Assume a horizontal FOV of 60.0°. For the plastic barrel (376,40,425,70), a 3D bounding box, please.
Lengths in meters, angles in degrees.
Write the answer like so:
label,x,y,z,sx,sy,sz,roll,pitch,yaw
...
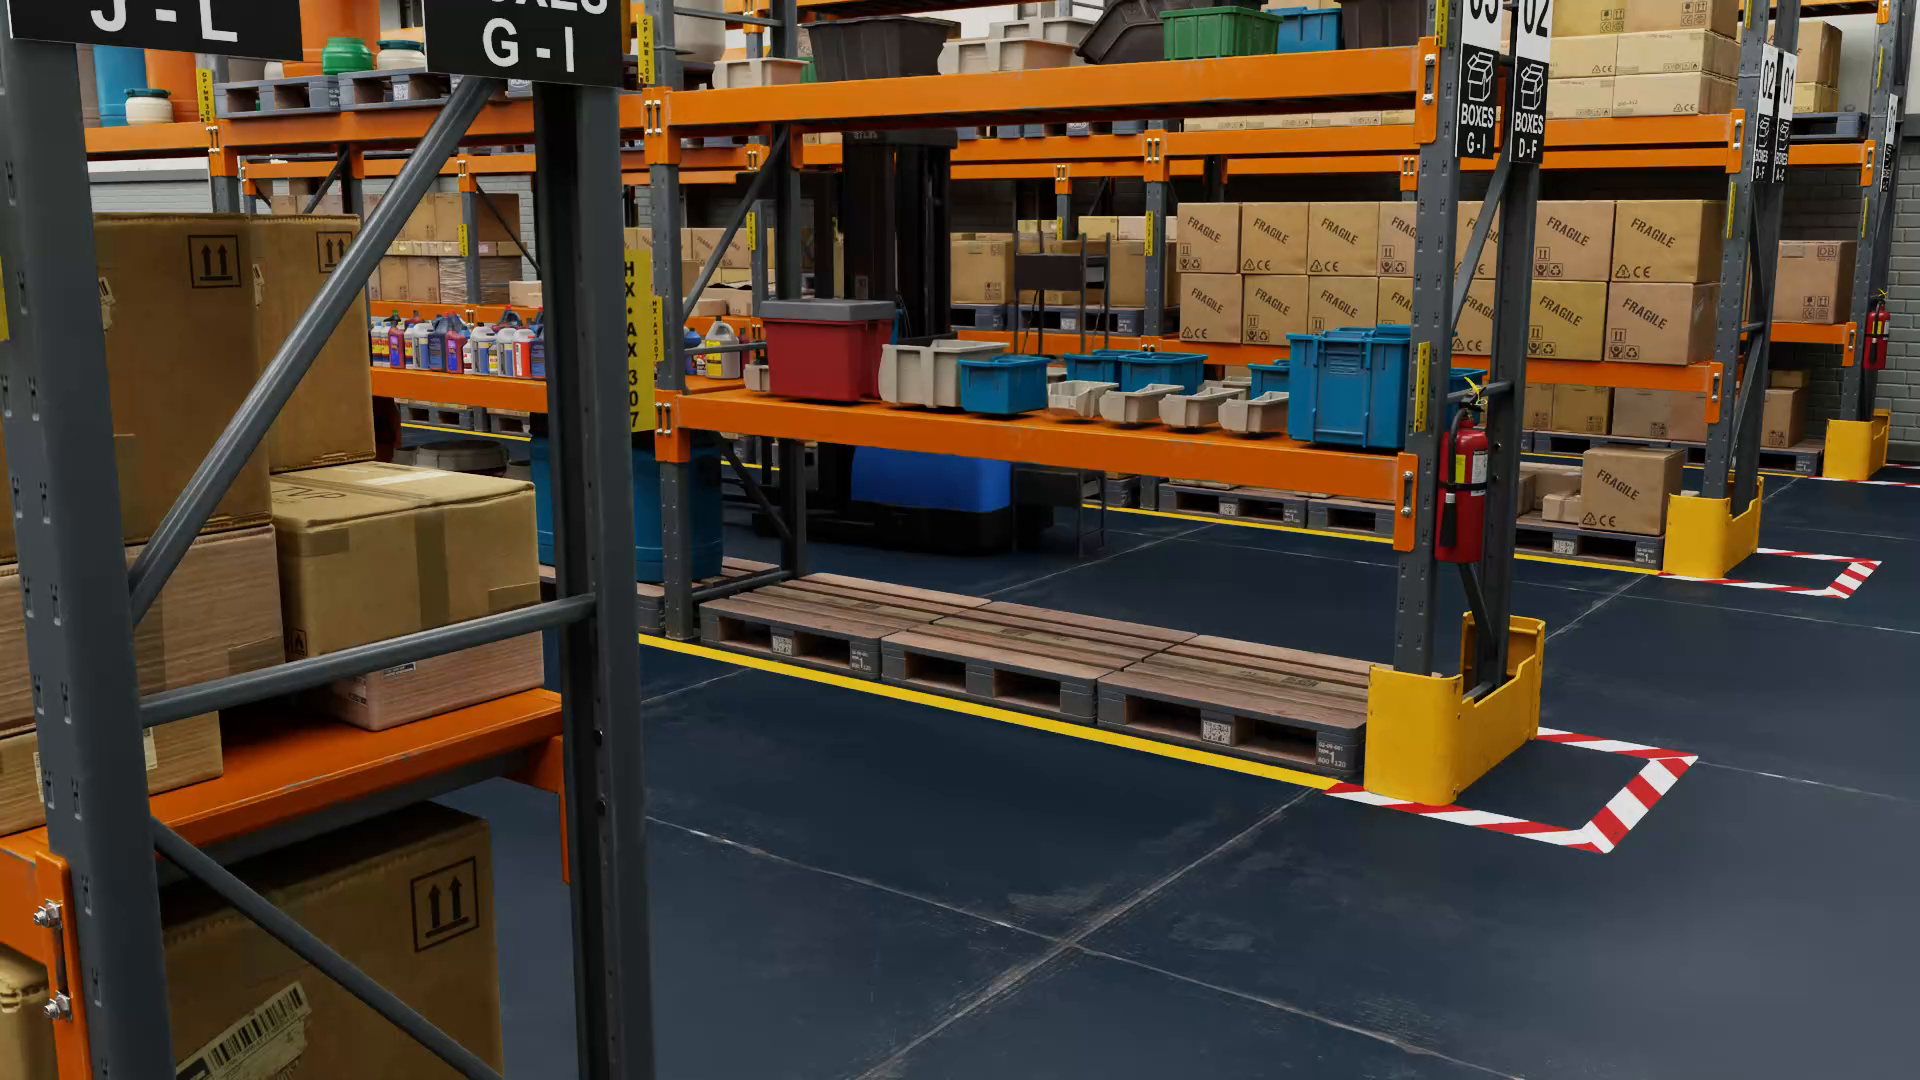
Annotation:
label,x,y,z,sx,sy,sz,roll,pitch,yaw
plastic barrel,-3.489,-2.979,10.390,0.301,0.262,0.301,0,11,0

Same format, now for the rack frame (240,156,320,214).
label,x,y,z,sx,sy,sz,roll,pitch,yaw
rack frame,-7.953,-3.123,19.776,0.127,3.000,1.000,8,13,36

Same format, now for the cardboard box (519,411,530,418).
label,x,y,z,sx,sy,sz,roll,pitch,yaw
cardboard box,-4.139,-1.389,16.944,0.500,0.250,0.500,8,14,37

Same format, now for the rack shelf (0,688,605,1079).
label,x,y,z,sx,sy,sz,roll,pitch,yaw
rack shelf,-2.536,0.320,3.871,4.000,0.370,1.077,8,13,36

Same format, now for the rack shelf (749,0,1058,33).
label,x,y,z,sx,sy,sz,roll,pitch,yaw
rack shelf,0.107,-4.395,13.501,4.000,0.370,1.077,8,13,36

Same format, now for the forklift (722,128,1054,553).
label,x,y,z,sx,sy,sz,roll,pitch,yaw
forklift,-0.880,-1.534,11.744,3.031,2.935,1.130,6,13,29

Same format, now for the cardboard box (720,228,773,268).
label,x,y,z,sx,sy,sz,roll,pitch,yaw
cardboard box,-2.770,-3.798,21.630,0.500,0.500,0.500,8,13,35

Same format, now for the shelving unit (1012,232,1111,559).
label,x,y,z,sx,sy,sz,roll,pitch,yaw
shelving unit,0.665,-0.960,10.966,0.503,2.100,0.431,6,13,29

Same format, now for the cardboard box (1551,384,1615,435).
label,x,y,z,sx,sy,sz,roll,pitch,yaw
cardboard box,6.006,-1.297,15.811,0.500,0.500,0.700,8,14,37

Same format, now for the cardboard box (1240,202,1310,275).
label,x,y,z,sx,sy,sz,roll,pitch,yaw
cardboard box,2.349,-2.160,11.902,0.500,0.500,0.500,7,13,34

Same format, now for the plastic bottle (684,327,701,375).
label,x,y,z,sx,sy,sz,roll,pitch,yaw
plastic bottle,-1.549,-1.096,9.634,0.097,0.271,0.097,0,11,0

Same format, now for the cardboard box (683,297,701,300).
label,x,y,z,sx,sy,sz,roll,pitch,yaw
cardboard box,-2.566,-2.235,15.847,0.250,0.149,0.380,9,14,40

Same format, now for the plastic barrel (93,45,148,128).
label,x,y,z,sx,sy,sz,roll,pitch,yaw
plastic barrel,-6.071,-3.463,12.317,0.708,0.901,0.600,8,13,36

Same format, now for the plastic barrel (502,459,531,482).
label,x,y,z,sx,sy,sz,roll,pitch,yaw
plastic barrel,-2.617,-0.221,10.221,0.421,0.512,0.421,0,11,0

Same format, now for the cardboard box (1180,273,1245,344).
label,x,y,z,sx,sy,sz,roll,pitch,yaw
cardboard box,1.969,-1.724,12.281,0.500,0.500,0.500,8,14,37

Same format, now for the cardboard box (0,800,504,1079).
label,x,y,z,sx,sy,sz,roll,pitch,yaw
cardboard box,-1.487,0.969,3.111,0.875,0.875,0.875,8,13,36

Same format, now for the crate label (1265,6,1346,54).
label,x,y,z,sx,sy,sz,roll,pitch,yaw
crate label,1.456,-2.119,7.081,0.502,0.251,0.408,8,13,36

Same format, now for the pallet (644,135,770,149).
label,x,y,z,sx,sy,sz,roll,pitch,yaw
pallet,-2.105,-3.666,15.183,1.003,0.211,1.213,9,14,38

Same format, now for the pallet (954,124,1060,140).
label,x,y,z,sx,sy,sz,roll,pitch,yaw
pallet,0.397,-3.355,13.570,1.003,0.211,1.213,8,13,36

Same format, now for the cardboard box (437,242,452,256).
label,x,y,z,sx,sy,sz,roll,pitch,yaw
cardboard box,-5.273,-3.067,17.514,0.250,0.149,0.380,8,13,34

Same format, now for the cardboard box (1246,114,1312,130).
label,x,y,z,sx,sy,sz,roll,pitch,yaw
cardboard box,2.365,-3.024,11.759,0.500,0.250,0.500,8,13,36

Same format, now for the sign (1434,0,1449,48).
label,x,y,z,sx,sy,sz,roll,pitch,yaw
sign,1.696,-1.902,5.840,0.005,0.325,0.100,8,13,36

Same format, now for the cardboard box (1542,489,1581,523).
label,x,y,z,sx,sy,sz,roll,pitch,yaw
cardboard box,4.086,-0.232,11.132,0.250,0.166,0.380,8,13,36

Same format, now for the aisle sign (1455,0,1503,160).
label,x,y,z,sx,sy,sz,roll,pitch,yaw
aisle sign,1.893,-1.790,6.039,0.004,0.787,0.394,8,13,36

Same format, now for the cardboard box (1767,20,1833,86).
label,x,y,z,sx,sy,sz,roll,pitch,yaw
cardboard box,7.121,-4.146,14.218,0.500,0.500,0.500,8,13,35

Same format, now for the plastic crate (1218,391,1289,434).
label,x,y,z,sx,sy,sz,roll,pitch,yaw
plastic crate,1.244,-0.530,6.910,0.243,0.136,0.396,8,13,36

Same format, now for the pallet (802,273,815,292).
label,x,y,z,sx,sy,sz,roll,pitch,yaw
pallet,-1.270,-3.230,20.832,1.213,0.211,1.003,8,13,36

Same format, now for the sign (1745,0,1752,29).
label,x,y,z,sx,sy,sz,roll,pitch,yaw
sign,4.599,-3.149,9.681,0.005,0.325,0.100,8,13,36

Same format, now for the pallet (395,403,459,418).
label,x,y,z,sx,sy,sz,roll,pitch,yaw
pallet,-6.333,-1.537,18.920,1.213,0.211,1.003,8,13,36

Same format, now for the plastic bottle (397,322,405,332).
label,x,y,z,sx,sy,sz,roll,pitch,yaw
plastic bottle,-3.779,-1.372,11.249,0.097,0.201,0.097,0,11,0

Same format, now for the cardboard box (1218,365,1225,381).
label,x,y,z,sx,sy,sz,roll,pitch,yaw
cardboard box,2.642,-1.931,18.168,0.750,0.750,0.750,8,13,35

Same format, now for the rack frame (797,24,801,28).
label,x,y,z,sx,sy,sz,roll,pitch,yaw
rack frame,-1.800,-6.378,20.803,0.127,3.000,1.000,8,13,36

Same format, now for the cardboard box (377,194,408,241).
label,x,y,z,sx,sy,sz,roll,pitch,yaw
cardboard box,-5.902,-3.521,18.155,0.500,0.500,0.700,8,13,36

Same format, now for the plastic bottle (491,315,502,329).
label,x,y,z,sx,sy,sz,roll,pitch,yaw
plastic bottle,-2.940,-1.300,10.658,0.133,0.283,0.061,8,13,36

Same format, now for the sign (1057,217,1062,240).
label,x,y,z,sx,sy,sz,roll,pitch,yaw
sign,1.111,-3.428,18.511,0.005,0.325,0.100,8,13,36

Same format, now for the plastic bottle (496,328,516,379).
label,x,y,z,sx,sy,sz,roll,pitch,yaw
plastic bottle,-2.534,-1.063,9.453,0.135,0.276,0.152,8,13,36

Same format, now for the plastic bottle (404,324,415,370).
label,x,y,z,sx,sy,sz,roll,pitch,yaw
plastic bottle,-3.274,-1.157,9.954,0.097,0.271,0.097,0,11,0

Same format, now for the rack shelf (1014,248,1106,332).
label,x,y,z,sx,sy,sz,roll,pitch,yaw
rack shelf,0.665,-1.634,10.836,0.480,0.518,0.431,6,13,29

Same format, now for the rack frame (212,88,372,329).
label,x,y,z,sx,sy,sz,roll,pitch,yaw
rack frame,-4.440,-1.466,11.209,0.127,3.000,1.000,8,13,36

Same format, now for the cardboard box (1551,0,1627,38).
label,x,y,z,sx,sy,sz,roll,pitch,yaw
cardboard box,4.167,-3.461,10.731,0.500,0.500,0.700,8,13,36

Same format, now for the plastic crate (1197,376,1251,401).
label,x,y,z,sx,sy,sz,roll,pitch,yaw
plastic crate,1.248,-0.669,7.629,0.298,0.136,0.250,8,13,36

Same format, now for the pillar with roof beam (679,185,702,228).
label,x,y,z,sx,sy,sz,roll,pitch,yaw
pillar with roof beam,-6.496,-6.222,19.999,0.400,9.000,9.100,8,13,36

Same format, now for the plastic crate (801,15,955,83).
label,x,y,z,sx,sy,sz,roll,pitch,yaw
plastic crate,-0.377,-2.243,7.673,0.590,0.269,0.497,8,13,36

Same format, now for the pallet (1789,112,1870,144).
label,x,y,z,sx,sy,sz,roll,pitch,yaw
pallet,7.268,-3.594,14.546,1.213,0.211,1.003,8,13,36

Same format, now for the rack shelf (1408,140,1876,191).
label,x,y,z,sx,sy,sz,roll,pitch,yaw
rack shelf,6.260,-3.427,15.345,4.000,0.370,1.077,8,13,36

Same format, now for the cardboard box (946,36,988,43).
label,x,y,z,sx,sy,sz,roll,pitch,yaw
cardboard box,0.280,-3.768,13.582,0.600,0.600,0.600,7,13,33

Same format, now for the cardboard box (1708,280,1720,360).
label,x,y,z,sx,sy,sz,roll,pitch,yaw
cardboard box,4.742,-1.464,10.934,0.500,0.500,0.500,8,14,37

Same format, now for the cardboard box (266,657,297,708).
label,x,y,z,sx,sy,sz,roll,pitch,yaw
cardboard box,-1.222,0.196,3.280,0.250,0.149,0.380,8,13,35

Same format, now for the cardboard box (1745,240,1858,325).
label,x,y,z,sx,sy,sz,roll,pitch,yaw
cardboard box,7.455,-2.286,14.660,0.700,0.700,0.980,9,14,38
